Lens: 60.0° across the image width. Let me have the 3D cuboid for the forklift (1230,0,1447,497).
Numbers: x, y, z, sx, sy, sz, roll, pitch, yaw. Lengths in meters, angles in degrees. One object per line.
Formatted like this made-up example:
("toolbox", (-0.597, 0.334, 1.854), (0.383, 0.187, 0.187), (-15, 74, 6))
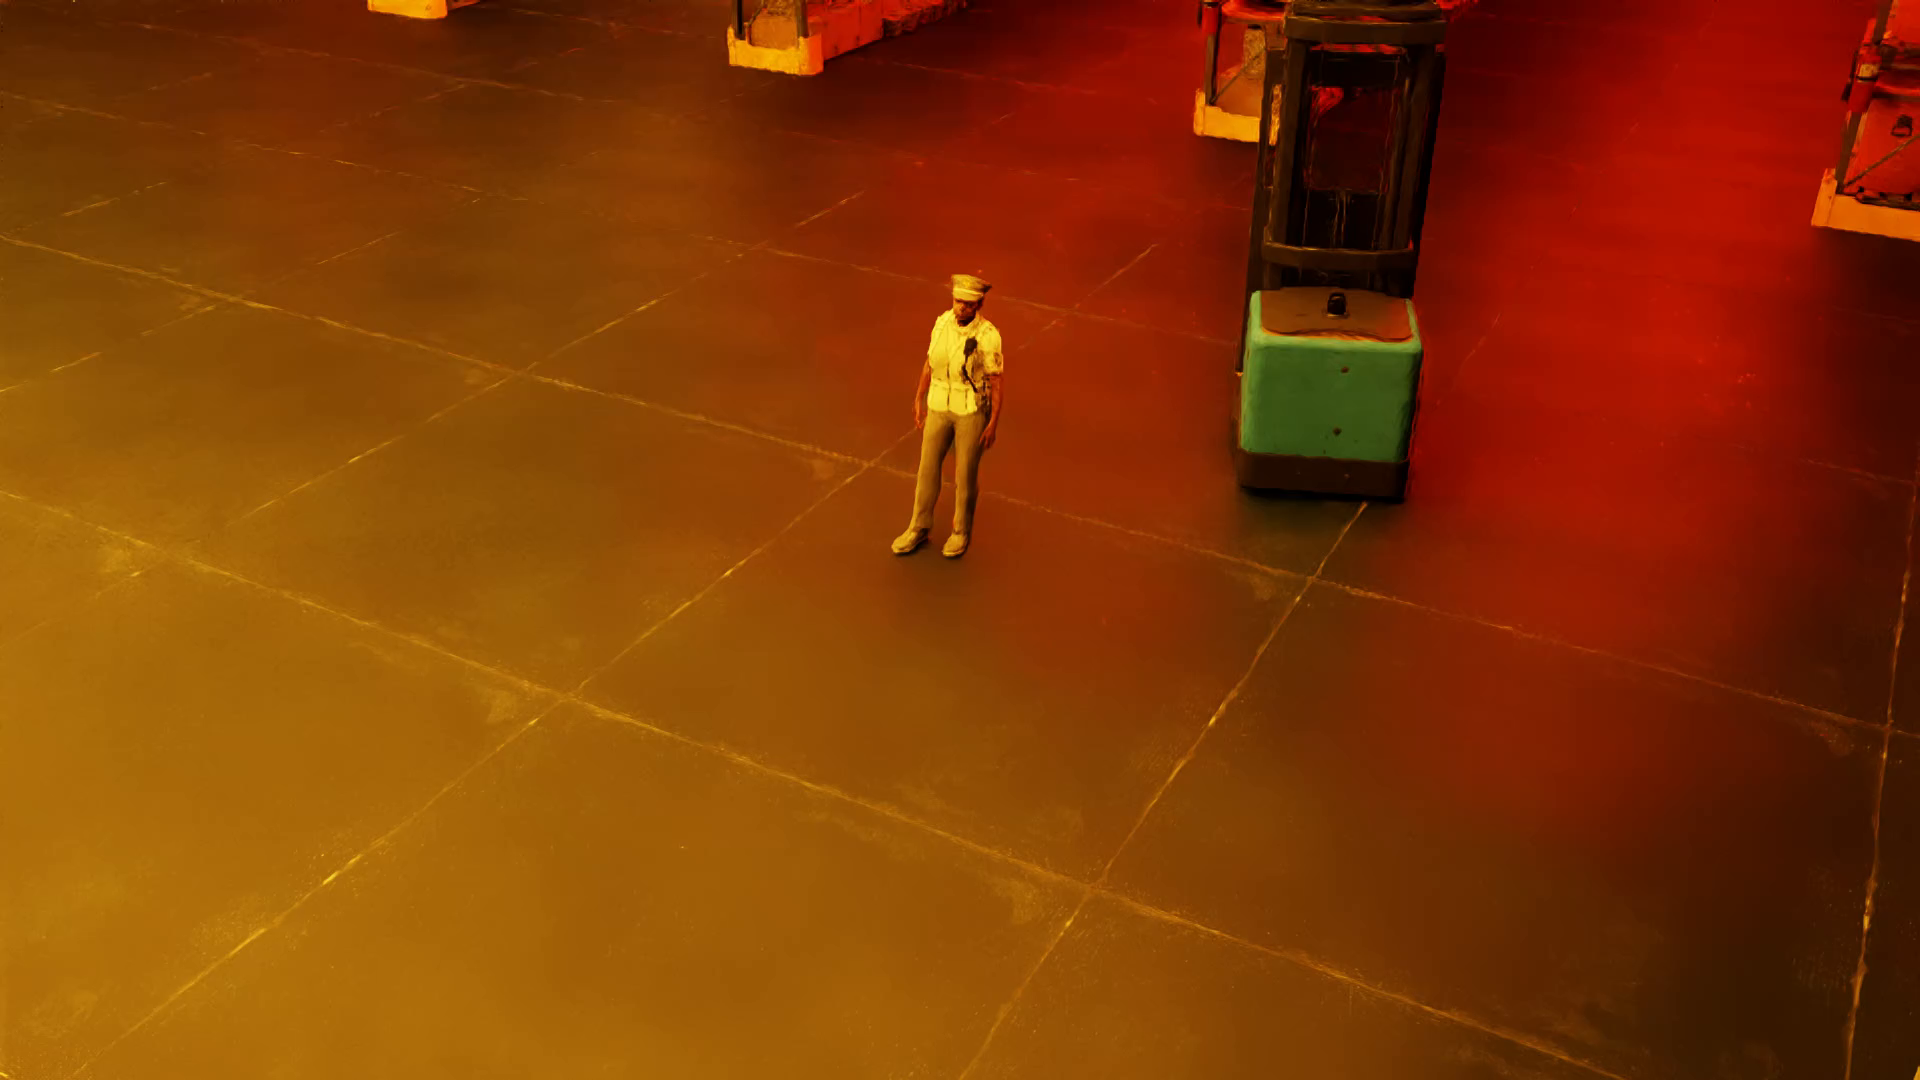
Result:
("forklift", (2.480, -2.253, 10.974), (1.130, 2.935, 3.031), (4, 30, 8))

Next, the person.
("person", (-0.054, -0.712, 9.527), (0.570, 1.695, 0.529), (15, 33, 25))
